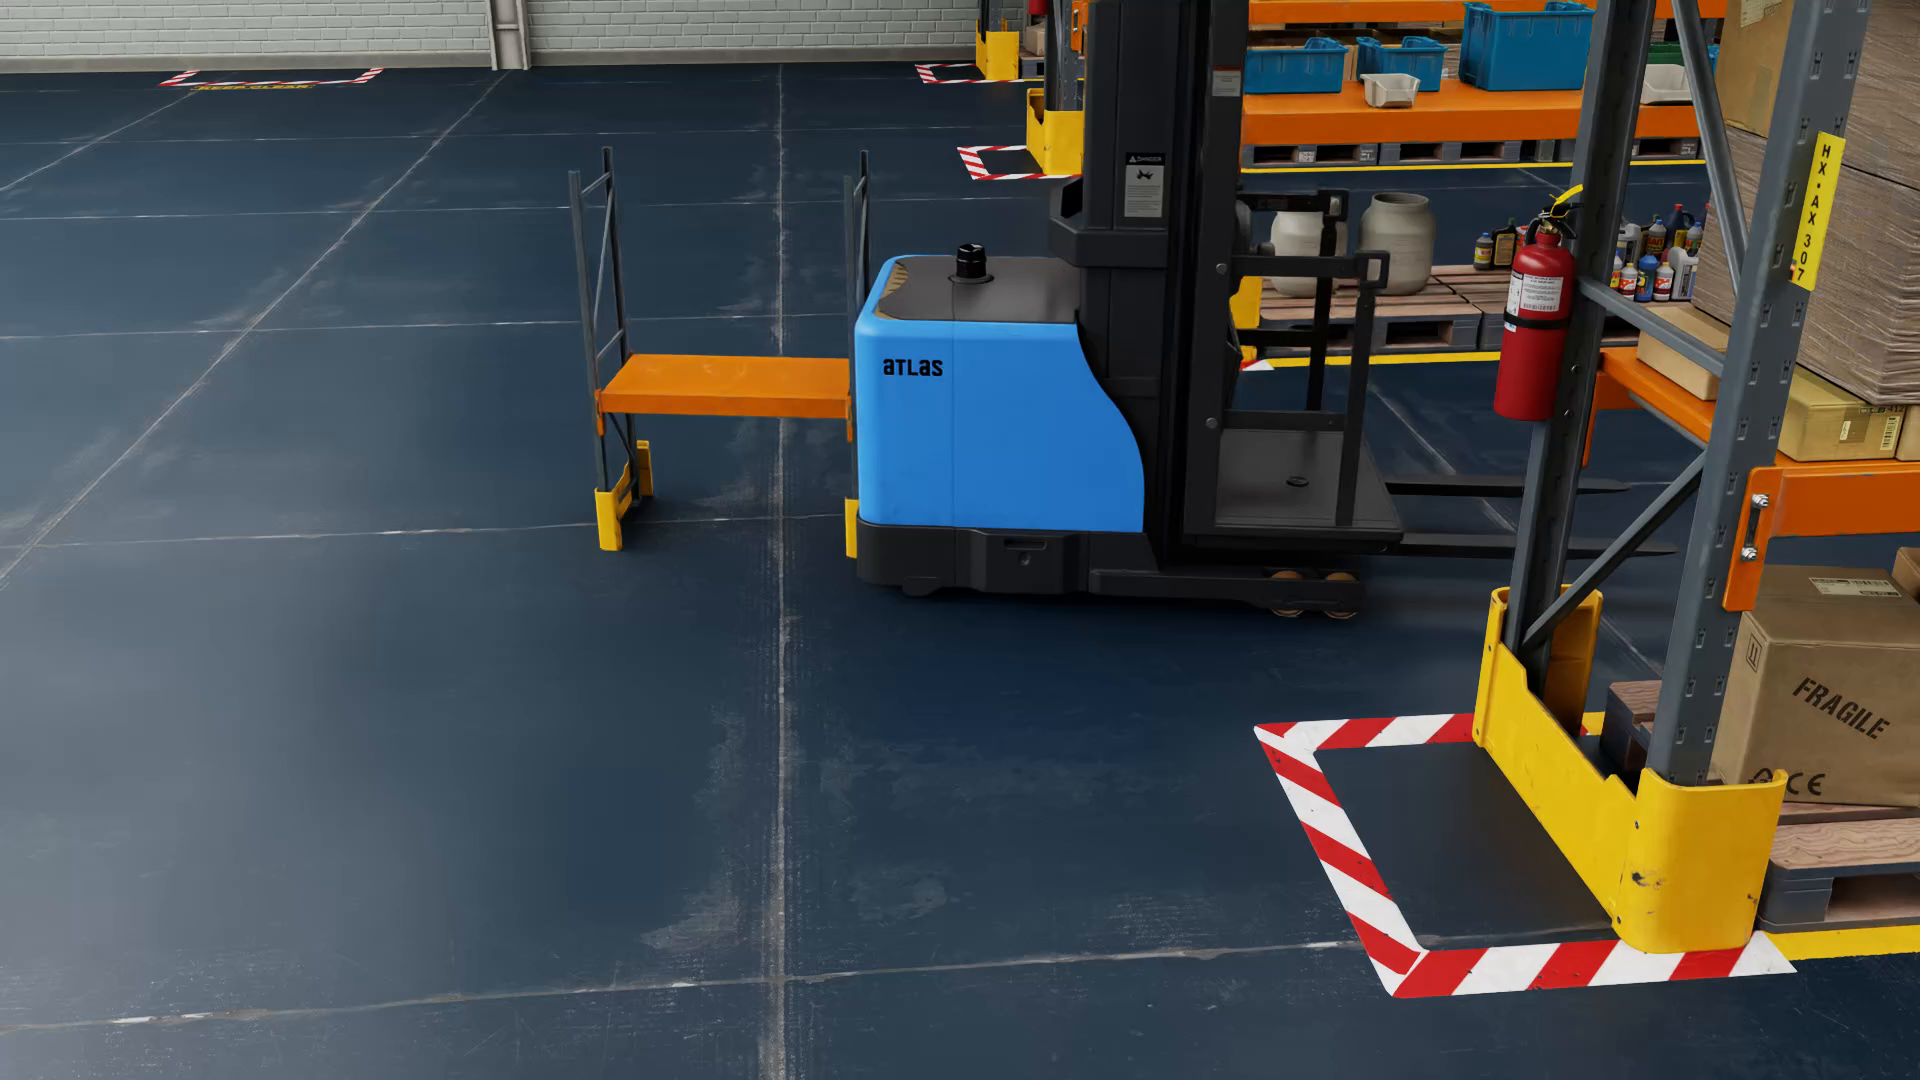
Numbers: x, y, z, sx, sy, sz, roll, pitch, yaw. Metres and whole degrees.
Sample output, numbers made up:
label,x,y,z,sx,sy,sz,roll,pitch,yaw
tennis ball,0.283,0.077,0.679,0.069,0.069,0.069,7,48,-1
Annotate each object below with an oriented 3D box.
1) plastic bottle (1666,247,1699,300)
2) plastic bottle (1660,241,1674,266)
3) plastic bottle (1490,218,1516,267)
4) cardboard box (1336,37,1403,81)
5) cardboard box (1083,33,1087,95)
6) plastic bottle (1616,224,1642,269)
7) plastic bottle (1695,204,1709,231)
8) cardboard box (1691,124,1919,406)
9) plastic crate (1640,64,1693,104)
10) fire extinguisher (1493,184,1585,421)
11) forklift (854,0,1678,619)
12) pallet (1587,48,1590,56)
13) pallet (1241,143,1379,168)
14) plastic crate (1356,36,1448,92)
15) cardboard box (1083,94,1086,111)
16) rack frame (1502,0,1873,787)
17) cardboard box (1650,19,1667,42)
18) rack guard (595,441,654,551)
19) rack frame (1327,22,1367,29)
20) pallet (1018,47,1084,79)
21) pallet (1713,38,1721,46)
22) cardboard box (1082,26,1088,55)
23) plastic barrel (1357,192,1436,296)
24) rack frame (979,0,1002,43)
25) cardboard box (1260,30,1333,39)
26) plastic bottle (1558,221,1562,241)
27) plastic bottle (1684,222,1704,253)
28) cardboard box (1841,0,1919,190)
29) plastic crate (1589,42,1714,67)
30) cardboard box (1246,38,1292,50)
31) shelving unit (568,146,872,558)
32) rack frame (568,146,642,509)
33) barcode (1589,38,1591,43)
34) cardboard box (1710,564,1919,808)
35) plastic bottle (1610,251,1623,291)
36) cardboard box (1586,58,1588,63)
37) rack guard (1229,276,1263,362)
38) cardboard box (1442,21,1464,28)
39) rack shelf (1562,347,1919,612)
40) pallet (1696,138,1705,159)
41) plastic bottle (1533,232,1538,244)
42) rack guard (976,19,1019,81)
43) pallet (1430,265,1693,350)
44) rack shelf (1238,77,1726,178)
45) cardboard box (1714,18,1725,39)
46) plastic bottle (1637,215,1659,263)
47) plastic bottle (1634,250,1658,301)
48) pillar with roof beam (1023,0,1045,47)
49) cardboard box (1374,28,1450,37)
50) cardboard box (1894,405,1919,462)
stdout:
label,x,y,z,sx,sy,sz,roll,pitch,yaw
plastic bottle,3.996,-1.482,9.202,0.135,0.276,0.152,-2,24,-4
plastic bottle,3.985,-1.528,9.297,0.133,0.283,0.061,-2,24,-5
plastic bottle,3.202,-1.756,9.809,0.133,0.283,0.061,-2,24,-4
cardboard box,3.364,-3.830,13.618,0.500,0.500,0.500,-2,24,-5
cardboard box,1.324,-3.955,13.901,0.500,0.500,0.500,-2,24,-5
plastic bottle,3.868,-1.701,9.697,0.135,0.276,0.152,-2,24,-5
plastic bottle,4.439,-1.819,9.869,0.185,0.351,0.144,-2,24,-4
cardboard box,2.339,-0.724,4.196,0.500,0.500,0.875,-2,24,-5
plastic crate,3.692,-2.405,8.793,0.437,0.136,0.530,-2,24,-5
fire extinguisher,1.630,-0.678,4.677,0.183,0.674,0.296,-2,24,-5
forklift,1.154,-1.275,6.009,3.031,2.935,1.130,2,24,4
pallet,7.512,-5.552,18.982,1.213,0.211,1.003,-2,24,-5
pallet,2.788,-3.356,14.041,1.213,0.211,1.003,-2,24,-5
plastic crate,2.418,-2.630,9.157,0.408,0.251,0.499,-2,24,-5
cardboard box,1.324,-3.612,14.051,0.500,0.250,0.500,-2,24,-5
rack frame,1.789,-0.531,4.252,0.127,3.000,1.000,-2,24,-5
cardboard box,7.579,-5.866,18.790,0.500,0.500,0.700,-2,24,-4
rack guard,-1.382,-0.190,6.870,0.087,0.250,0.587,2,24,4
rack frame,4.309,-6.697,18.125,0.127,3.000,1.000,-2,24,-5
pallet,1.216,-5.285,18.379,1.213,0.211,1.003,-2,24,-5
pallet,9.082,-5.584,19.053,1.213,0.211,1.003,-2,24,-5
cardboard box,1.594,-5.524,18.254,0.500,0.311,0.500,0,24,-1
plastic barrel,2.449,-1.665,9.350,0.421,0.512,0.421,0,24,0
rack frame,0.329,-6.538,17.765,0.127,3.000,1.000,-2,24,-5
cardboard box,2.815,-4.021,14.048,0.500,0.500,0.500,-2,24,-5
plastic bottle,3.479,-1.745,9.794,0.135,0.276,0.152,-3,24,-7
plastic bottle,4.307,-1.728,9.762,0.097,0.271,0.097,0,24,0
cardboard box,2.363,-1.082,3.770,0.500,0.500,0.500,-2,24,-5
plastic crate,3.905,-2.656,9.293,0.662,0.188,0.450,-2,24,-5
cardboard box,2.369,-3.791,13.531,0.500,0.500,0.500,-2,24,-5
shelving unit,-0.885,-0.746,6.582,1.083,1.500,0.587,2,24,4
rack frame,-1.401,-0.762,6.618,0.032,1.500,0.500,2,24,4
barcode,5.095,-4.035,13.488,0.075,0.075,0.001,-2,24,-5
cardboard box,2.412,0.401,4.715,0.500,0.500,0.500,2,24,5
plastic bottle,3.578,-1.452,9.140,0.097,0.271,0.097,0,24,0
cardboard box,5.175,-4.019,14.277,0.500,0.311,0.500,-2,24,-5
rack guard,1.374,-1.413,9.314,0.348,0.500,1.175,-2,24,-5
cardboard box,5.550,-5.833,18.716,0.500,0.500,0.700,-3,24,-6
rack shelf,3.780,-0.282,4.578,4.000,0.370,1.077,-2,24,-5
pallet,6.746,-3.516,14.401,1.213,0.211,1.003,-2,24,-5
plastic bottle,3.352,-1.699,9.683,0.133,0.283,0.061,-2,24,-5
rack guard,0.404,-5.398,18.280,0.348,0.500,1.175,-2,24,-5
pallet,3.394,-1.359,9.547,1.213,0.211,1.003,-2,24,-5
rack shelf,3.293,-2.284,9.082,4.000,0.370,1.077,-2,24,-5
cardboard box,9.035,-6.043,18.782,0.750,0.750,0.750,-3,24,-6
plastic bottle,4.083,-1.791,9.889,0.133,0.283,0.061,-1,24,-3
plastic bottle,3.780,-1.460,9.158,0.097,0.271,0.097,0,24,0
pillar with roof beam,1.364,-7.917,13.482,0.400,9.000,9.100,-2,24,-5
cardboard box,3.811,-4.058,14.132,0.500,0.500,0.500,-2,24,-5
cardboard box,2.347,-0.334,4.117,0.250,0.149,0.380,-2,24,-5
